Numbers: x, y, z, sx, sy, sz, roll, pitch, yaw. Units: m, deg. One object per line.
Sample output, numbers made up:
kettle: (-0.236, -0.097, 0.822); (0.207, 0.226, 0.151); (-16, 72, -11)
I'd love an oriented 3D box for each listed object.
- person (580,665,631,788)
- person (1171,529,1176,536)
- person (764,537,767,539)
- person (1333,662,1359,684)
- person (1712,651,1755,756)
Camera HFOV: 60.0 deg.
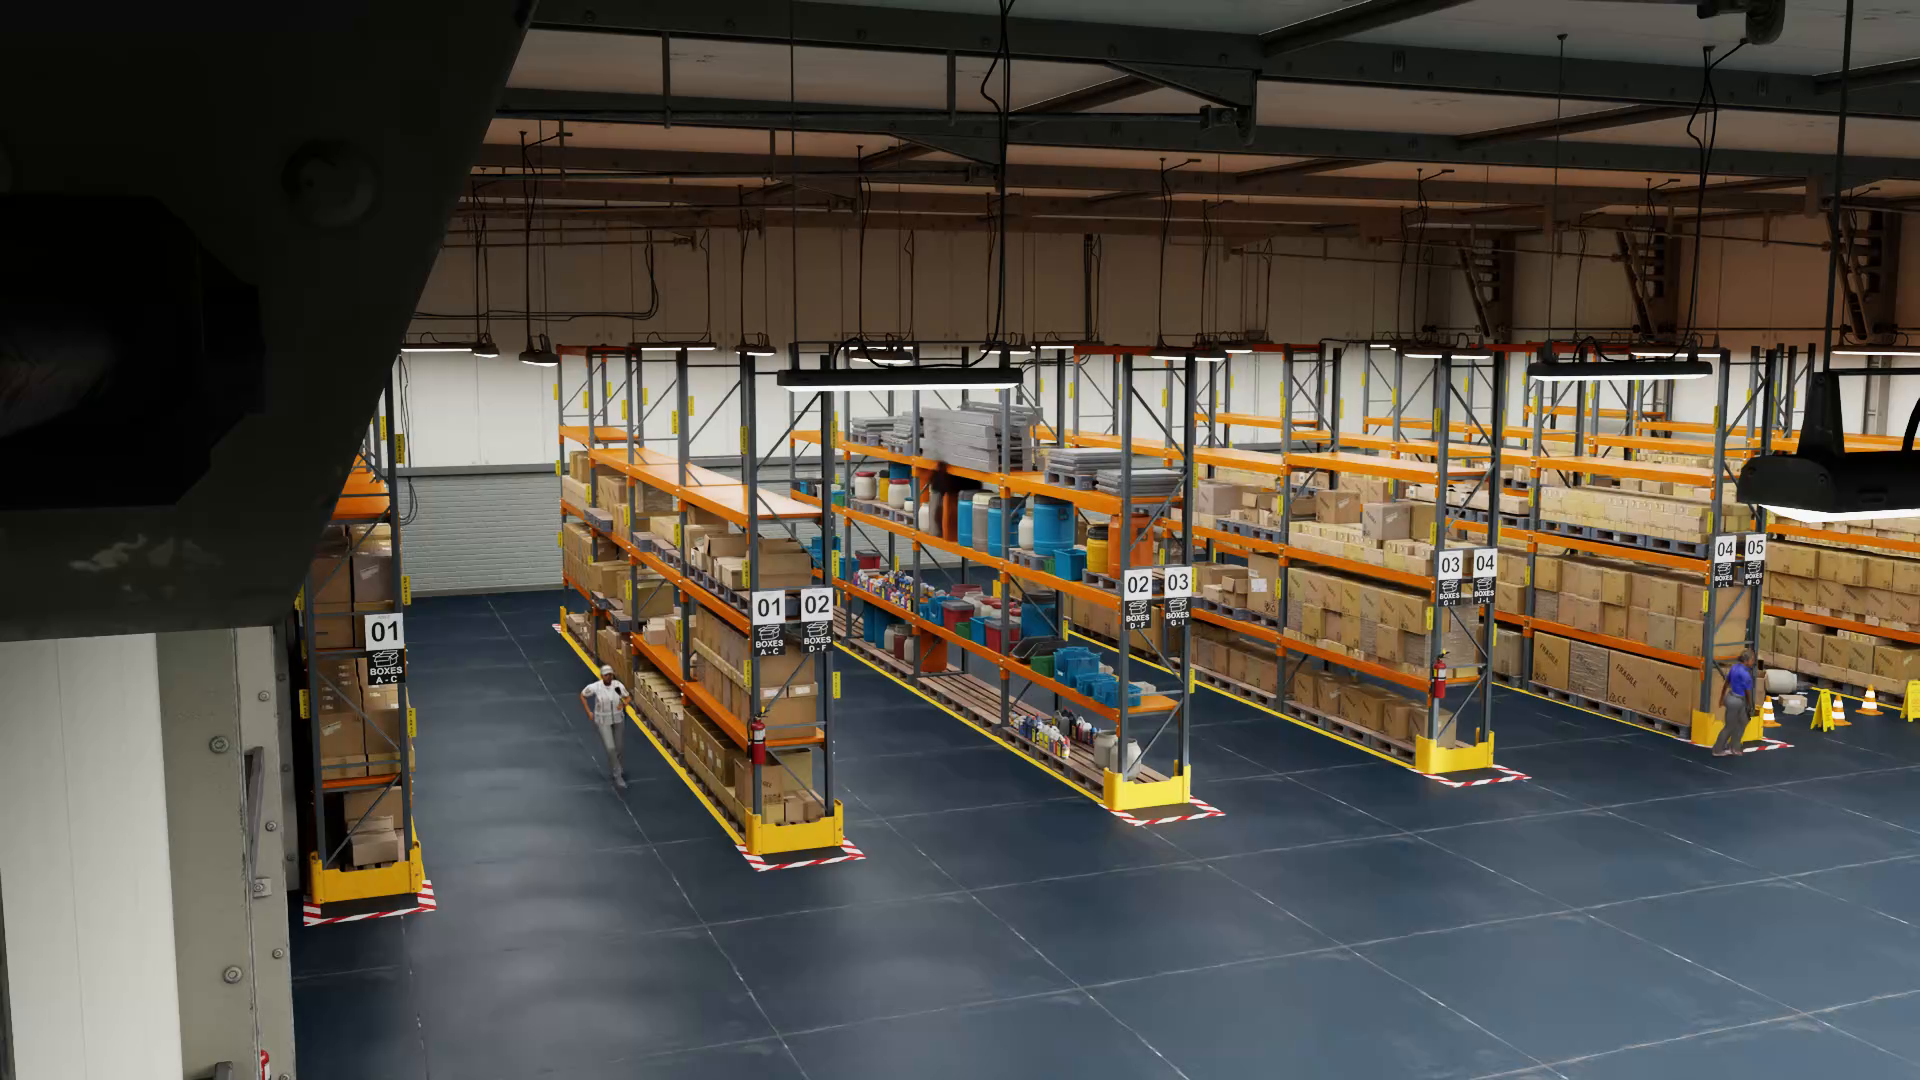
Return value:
person: (-4.922, 2.571, 23.238); (0.677, 1.699, 0.829); (-4, 8, -28)
person: (4.842, 0.589, 38.743); (0.622, 1.727, 0.696); (-3, 8, -20)
person: (-4.486, 0.712, 38.252); (0.507, 1.549, 0.748); (0, 7, 2)
person: (7.063, 1.702, 30.059); (0.699, 1.706, 0.937); (-4, 8, -28)
person: (11.413, 2.452, 24.493); (0.542, 1.694, 0.538); (0, 7, 3)
